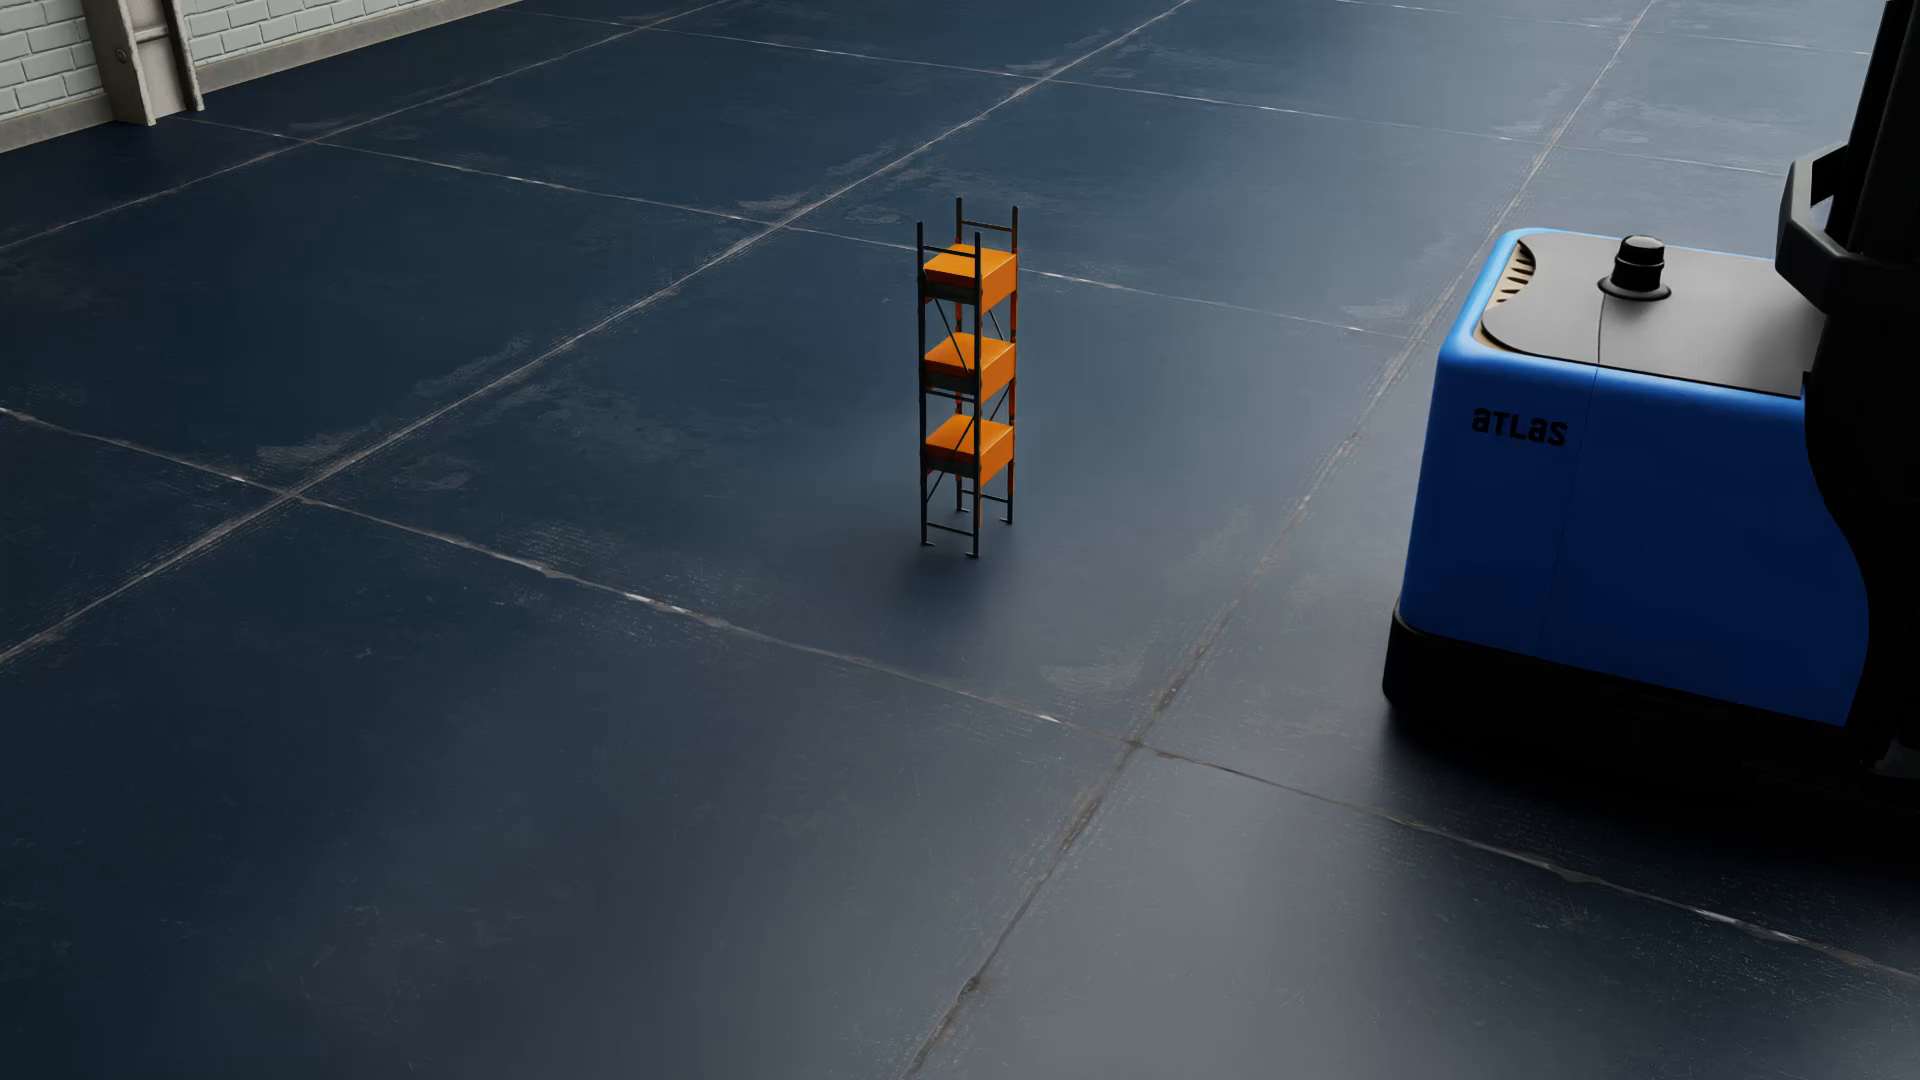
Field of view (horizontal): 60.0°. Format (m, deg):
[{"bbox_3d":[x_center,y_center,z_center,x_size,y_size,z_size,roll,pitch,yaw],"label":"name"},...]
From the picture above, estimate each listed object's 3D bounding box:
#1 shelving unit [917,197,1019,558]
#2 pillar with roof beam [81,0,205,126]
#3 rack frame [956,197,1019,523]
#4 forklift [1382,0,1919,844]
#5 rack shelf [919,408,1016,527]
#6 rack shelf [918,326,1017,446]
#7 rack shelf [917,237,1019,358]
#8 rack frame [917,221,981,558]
[{"bbox_3d":[0.024,-0.479,5.030,0.215,1.050,0.252,14,33,23],"label":"shelving unit"},{"bbox_3d":[-0.737,-5.355,5.538,9.100,9.000,0.400,14,33,23],"label":"pillar with roof beam"},{"bbox_3d":[0.080,-0.533,5.124,0.200,1.050,0.008,14,33,23],"label":"rack frame"},{"bbox_3d":[2.680,-0.702,3.528,3.031,2.935,1.130,13,32,21],"label":"forklift"},{"bbox_3d":[0.024,-0.229,5.174,0.215,0.259,0.240,14,33,23],"label":"rack shelf"},{"bbox_3d":[0.024,-0.470,5.035,0.215,0.259,0.240,14,33,23],"label":"rack shelf"},{"bbox_3d":[0.024,-0.716,4.894,0.215,0.259,0.240,14,33,23],"label":"rack shelf"},{"bbox_3d":[-0.031,-0.425,4.936,0.200,1.050,0.008,14,33,23],"label":"rack frame"}]
